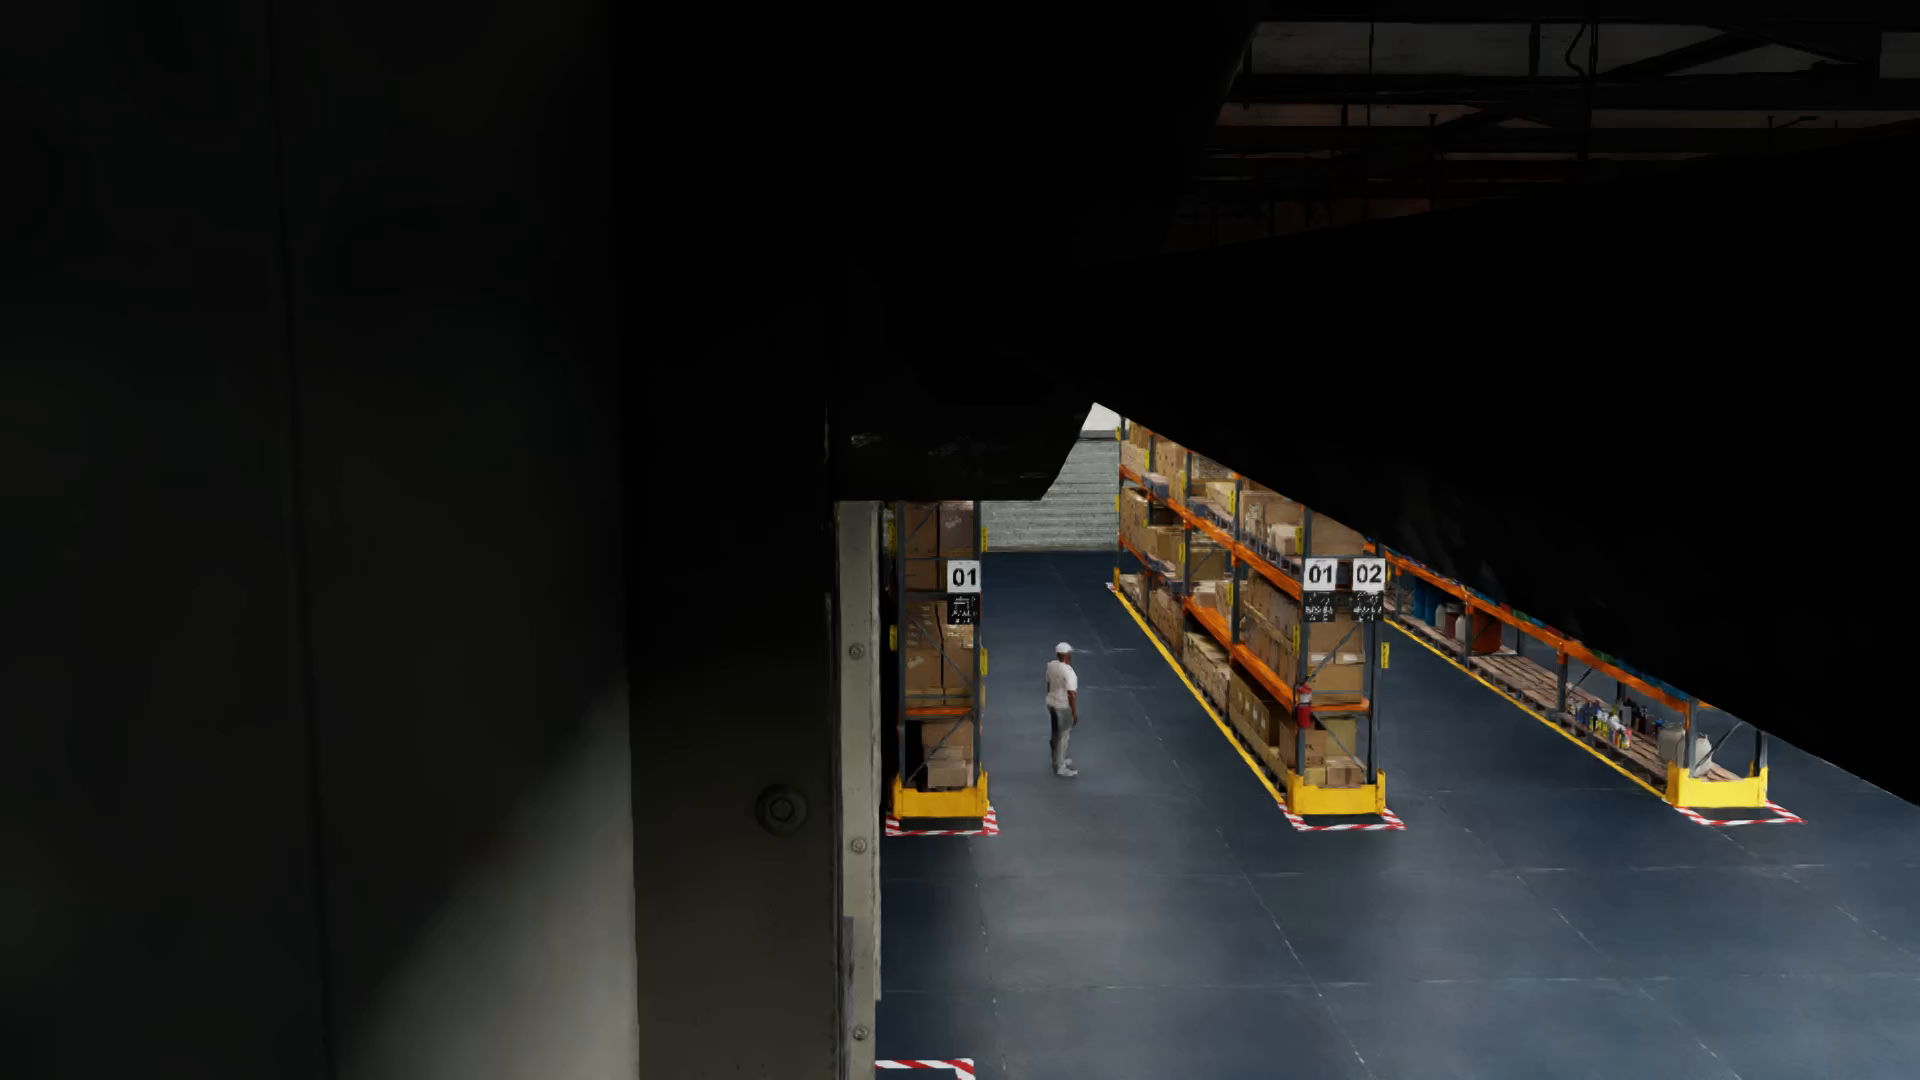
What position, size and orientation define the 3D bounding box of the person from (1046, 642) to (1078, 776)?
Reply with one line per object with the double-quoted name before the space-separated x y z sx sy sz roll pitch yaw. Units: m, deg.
"person" 1.409 2.233 22.342 0.464 1.772 0.645 -5 9 -29
